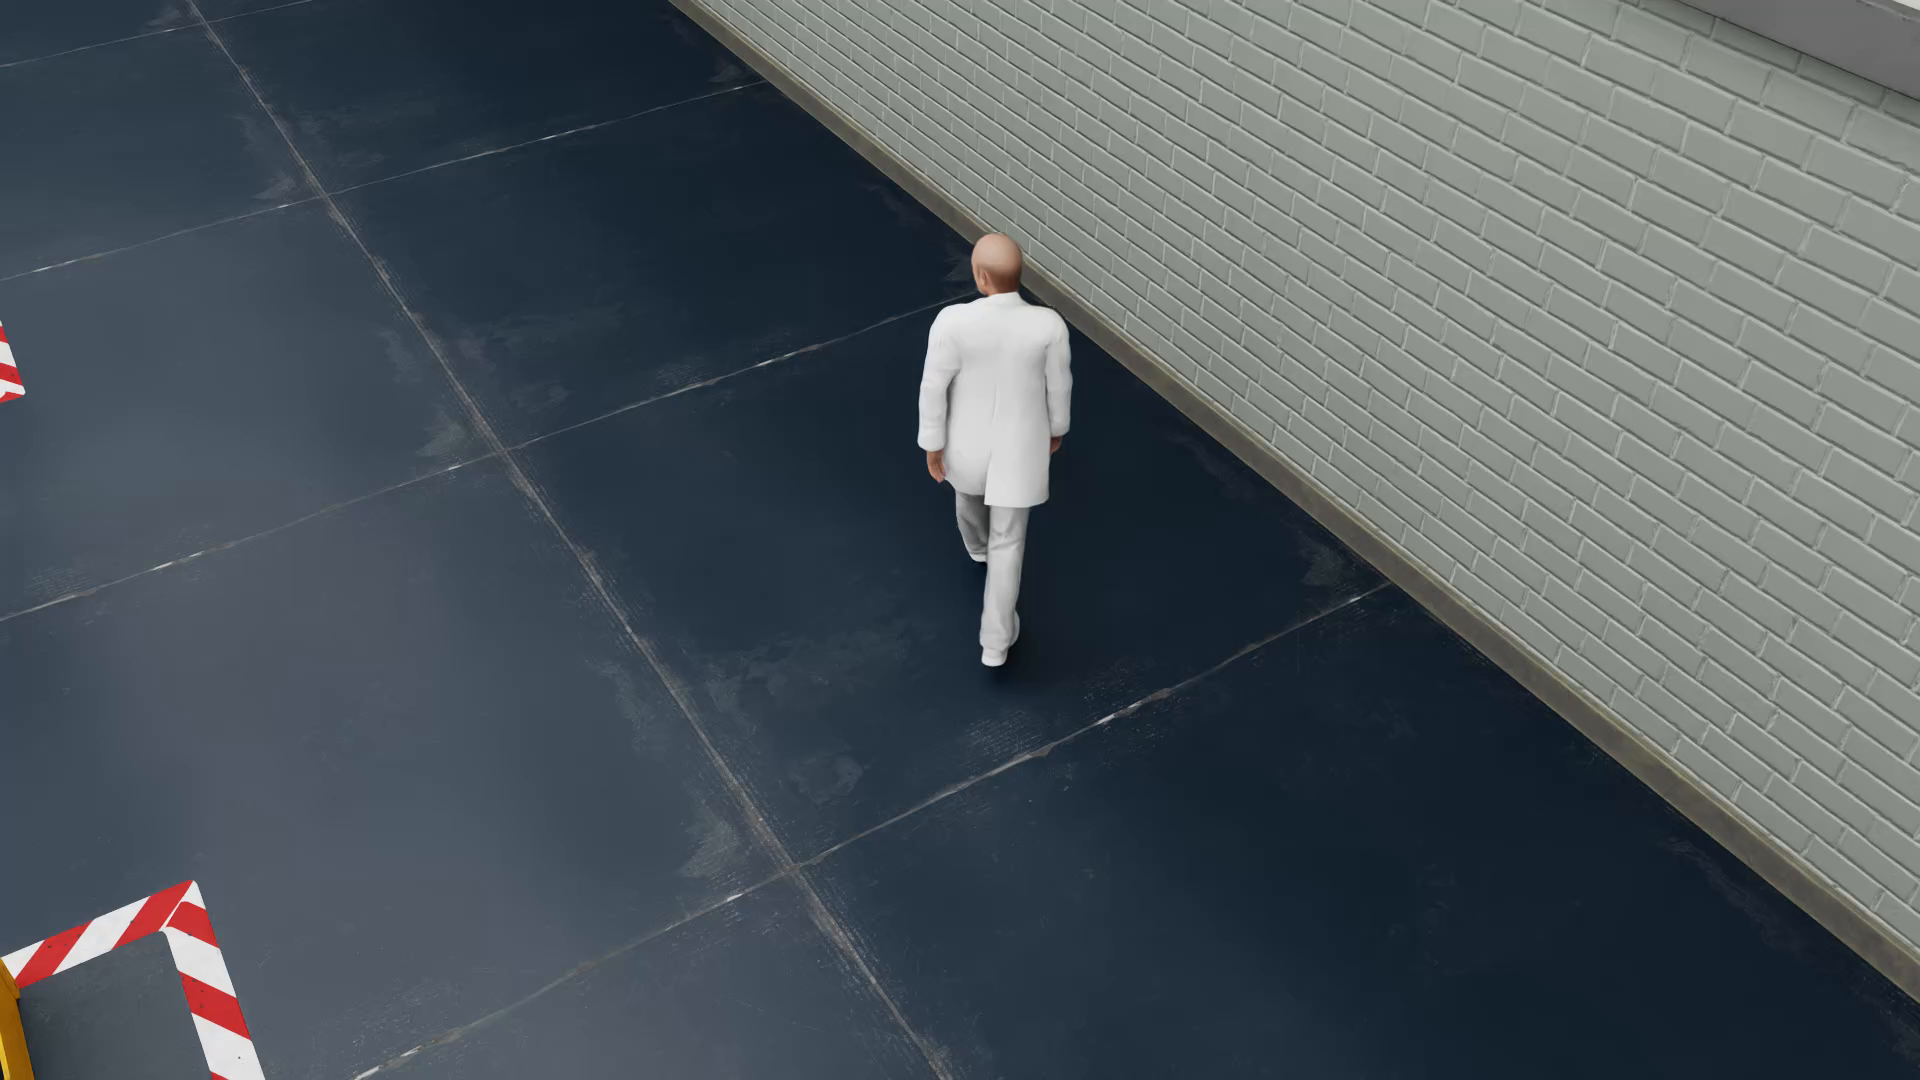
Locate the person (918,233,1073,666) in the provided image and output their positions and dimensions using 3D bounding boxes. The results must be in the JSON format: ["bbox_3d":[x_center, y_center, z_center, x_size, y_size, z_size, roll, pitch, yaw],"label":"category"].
[{"bbox_3d":[0.144,-0.390,6.708,0.597,1.606,1.068,4,40,5],"label":"person"}]
